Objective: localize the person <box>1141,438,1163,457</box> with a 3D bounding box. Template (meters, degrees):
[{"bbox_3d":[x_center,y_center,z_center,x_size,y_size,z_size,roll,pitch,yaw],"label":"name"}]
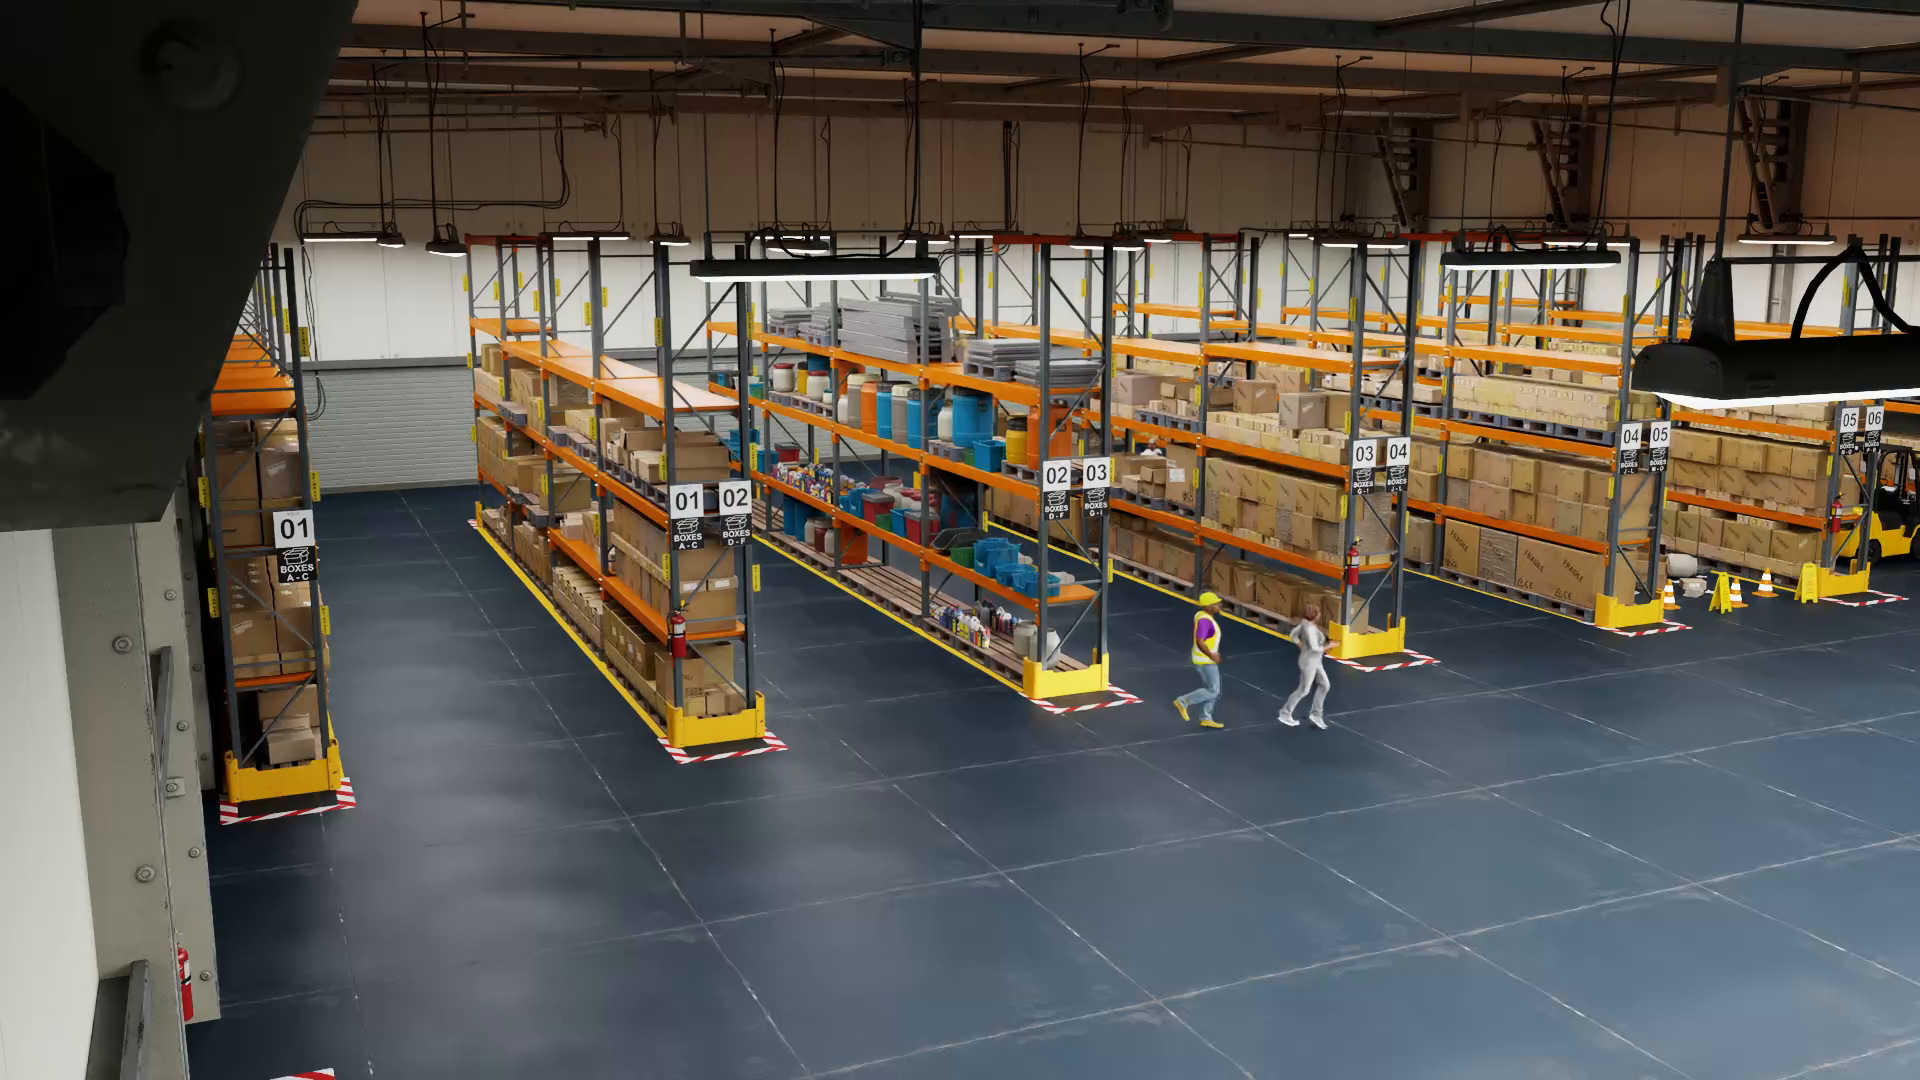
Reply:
[{"bbox_3d":[4.210,-1.398,36.090,0.616,1.630,0.508,-4,12,-18],"label":"person"}]

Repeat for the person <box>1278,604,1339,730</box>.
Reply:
[{"bbox_3d":[4.354,1.592,20.734,0.711,1.637,0.508,2,11,10],"label":"person"}]

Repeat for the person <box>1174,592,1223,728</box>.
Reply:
[{"bbox_3d":[3.001,1.513,20.849,0.652,1.754,0.717,0,11,-2],"label":"person"}]
